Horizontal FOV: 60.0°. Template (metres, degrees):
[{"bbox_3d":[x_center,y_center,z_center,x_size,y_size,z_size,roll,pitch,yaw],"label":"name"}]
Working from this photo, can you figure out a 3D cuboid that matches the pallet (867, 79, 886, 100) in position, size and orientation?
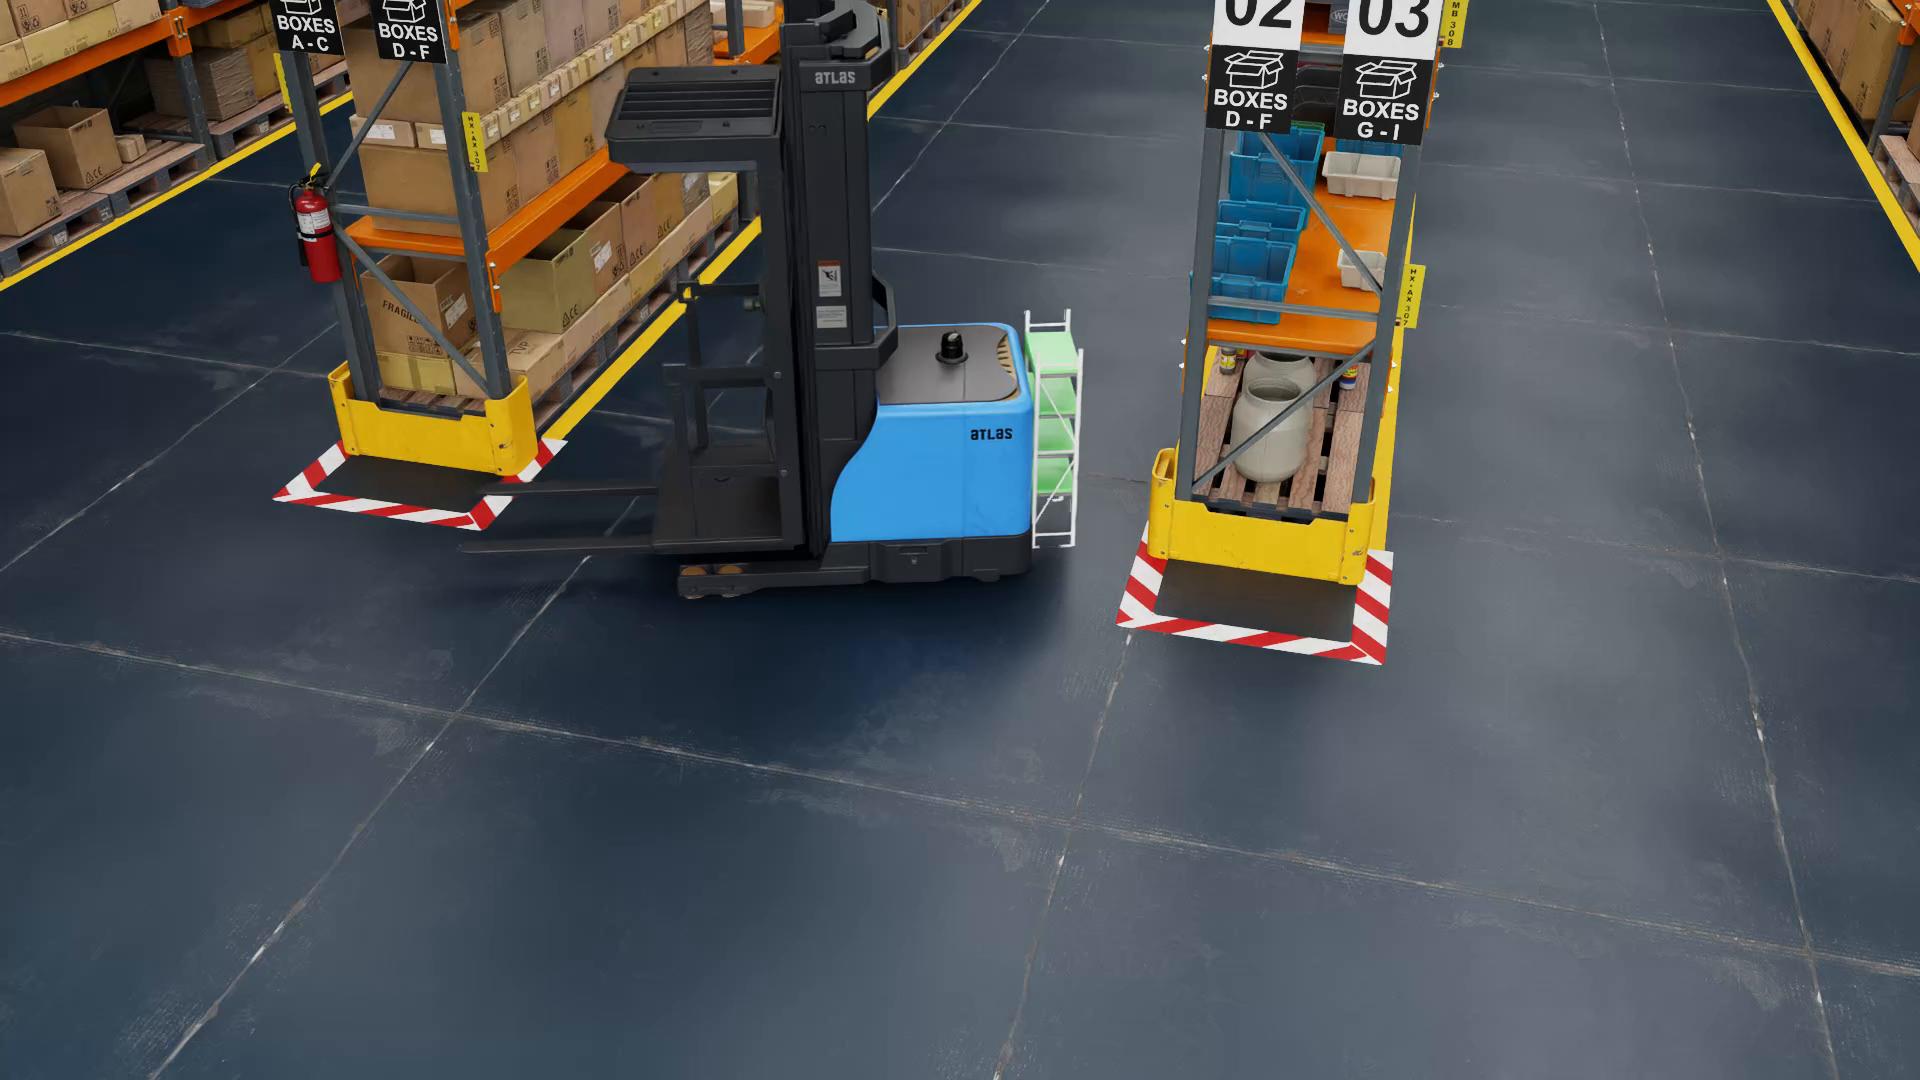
[{"bbox_3d":[-1.358,-4.370,15.927,1.003,0.211,1.213,8,33,12],"label":"pallet"}]

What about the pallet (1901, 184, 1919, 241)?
[{"bbox_3d":[7.958,-2.404,12.835,1.003,0.211,1.213,8,33,12],"label":"pallet"}]

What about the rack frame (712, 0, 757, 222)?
[{"bbox_3d":[-2.127,-3.893,12.577,1.000,3.000,0.127,8,33,12],"label":"rack frame"}]

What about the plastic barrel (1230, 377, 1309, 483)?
[{"bbox_3d":[1.742,-0.620,9.357,0.421,0.512,0.421,0,32,0],"label":"plastic barrel"}]

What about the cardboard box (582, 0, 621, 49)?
[{"bbox_3d":[-2.615,-3.470,10.610,0.700,0.500,0.500,8,33,12],"label":"cardboard box"}]

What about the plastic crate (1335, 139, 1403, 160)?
[{"bbox_3d":[2.645,-2.542,10.592,0.499,0.251,0.616,8,33,12],"label":"plastic crate"}]

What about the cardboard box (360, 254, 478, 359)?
[{"bbox_3d":[-3.294,-1.469,10.237,0.500,0.500,0.500,8,33,12],"label":"cardboard box"}]

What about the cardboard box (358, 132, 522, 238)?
[{"bbox_3d":[-3.011,-2.100,9.664,0.700,0.500,0.500,8,33,12],"label":"cardboard box"}]

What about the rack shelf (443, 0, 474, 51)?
[{"bbox_3d":[-2.634,-3.817,10.333,1.077,0.370,4.000,8,33,12],"label":"rack shelf"}]

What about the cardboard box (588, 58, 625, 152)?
[{"bbox_3d":[-2.621,-2.903,10.928,0.700,0.500,0.500,9,34,14],"label":"cardboard box"}]

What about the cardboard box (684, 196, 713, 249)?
[{"bbox_3d":[-2.169,-2.381,12.371,0.500,0.250,0.500,8,33,12],"label":"cardboard box"}]

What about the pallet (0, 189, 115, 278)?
[{"bbox_3d":[-7.363,-2.400,12.828,1.003,0.211,1.213,8,33,12],"label":"pallet"}]

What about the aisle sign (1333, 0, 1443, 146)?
[{"bbox_3d":[1.914,-2.160,7.429,0.394,0.787,0.004,8,33,12],"label":"aisle sign"}]

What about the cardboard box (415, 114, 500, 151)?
[{"bbox_3d":[-2.834,-2.307,9.385,0.380,0.149,0.250,8,33,12],"label":"cardboard box"}]

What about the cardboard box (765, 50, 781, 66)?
[{"bbox_3d":[-1.392,-4.125,14.591,0.500,0.311,0.500,9,34,14],"label":"cardboard box"}]

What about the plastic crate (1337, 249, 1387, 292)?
[{"bbox_3d":[2.187,-1.450,8.980,0.298,0.136,0.250,8,33,12],"label":"plastic crate"}]

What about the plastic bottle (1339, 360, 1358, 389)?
[{"bbox_3d":[2.410,-1.073,10.275,0.097,0.271,0.097,0,32,0],"label":"plastic bottle"}]

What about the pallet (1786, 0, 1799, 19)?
[{"bbox_3d":[9.753,-5.901,18.335,1.003,0.211,1.213,8,33,12],"label":"pallet"}]

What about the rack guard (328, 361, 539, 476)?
[{"bbox_3d":[-3.148,-0.750,9.963,1.175,0.500,0.348,8,33,12],"label":"rack guard"}]

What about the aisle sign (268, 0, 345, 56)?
[{"bbox_3d":[-3.443,-2.920,8.624,0.394,0.787,0.004,8,33,12],"label":"aisle sign"}]

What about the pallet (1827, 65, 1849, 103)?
[{"bbox_3d":[9.054,-4.471,16.086,1.003,0.211,1.213,8,33,12],"label":"pallet"}]

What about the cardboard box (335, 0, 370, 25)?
[{"bbox_3d":[-6.280,-5.139,16.458,0.700,0.500,0.500,8,33,12],"label":"cardboard box"}]

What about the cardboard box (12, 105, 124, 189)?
[{"bbox_3d":[-7.144,-3.152,13.332,0.500,0.500,0.500,6,33,9],"label":"cardboard box"}]

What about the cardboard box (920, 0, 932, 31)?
[{"bbox_3d":[-0.592,-5.569,17.134,0.500,0.500,0.500,7,33,11],"label":"cardboard box"}]

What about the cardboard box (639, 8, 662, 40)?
[{"bbox_3d":[-2.248,-3.510,11.278,0.380,0.149,0.250,8,33,12],"label":"cardboard box"}]

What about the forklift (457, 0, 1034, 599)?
[{"bbox_3d":[-1.156,-1.222,8.440,3.031,2.935,1.130,-2,33,-3],"label":"forklift"}]

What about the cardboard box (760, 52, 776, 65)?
[{"bbox_3d":[-1.915,-4.185,14.686,0.500,0.311,0.500,8,33,12],"label":"cardboard box"}]

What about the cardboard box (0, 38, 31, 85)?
[{"bbox_3d":[-7.120,-3.441,11.989,0.500,0.250,0.500,8,33,13],"label":"cardboard box"}]

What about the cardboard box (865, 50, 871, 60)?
[{"bbox_3d":[-1.137,-4.411,15.564,0.500,0.250,0.500,8,33,12],"label":"cardboard box"}]

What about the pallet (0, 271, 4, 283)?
[{"bbox_3d":[-7.675,-1.769,11.836,1.003,0.211,1.213,8,33,12],"label":"pallet"}]

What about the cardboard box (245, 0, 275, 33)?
[{"bbox_3d":[-6.512,-4.896,15.376,0.500,0.250,0.500,7,33,11],"label":"cardboard box"}]

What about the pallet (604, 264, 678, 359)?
[{"bbox_3d":[-2.677,-1.674,11.686,1.003,0.211,1.213,8,33,12],"label":"pallet"}]

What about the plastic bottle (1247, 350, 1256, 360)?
[{"bbox_3d":[1.884,-1.305,10.629,0.061,0.283,0.133,8,33,12],"label":"plastic bottle"}]

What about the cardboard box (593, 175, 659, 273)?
[{"bbox_3d":[-2.407,-2.176,11.350,0.500,0.500,0.500,8,33,12],"label":"cardboard box"}]

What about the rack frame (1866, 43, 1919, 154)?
[{"bbox_3d":[8.469,-4.618,13.718,1.000,3.000,0.127,8,33,12],"label":"rack frame"}]

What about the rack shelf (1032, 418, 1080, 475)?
[{"bbox_3d":[0.493,-0.545,9.109,0.258,0.148,0.480,-2,33,-4],"label":"rack shelf"}]

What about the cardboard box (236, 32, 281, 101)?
[{"bbox_3d":[-6.666,-4.355,15.225,0.700,0.500,0.500,7,33,11],"label":"cardboard box"}]

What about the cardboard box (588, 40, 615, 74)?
[{"bbox_3d":[-2.443,-3.105,10.640,0.380,0.149,0.250,8,33,13],"label":"cardboard box"}]

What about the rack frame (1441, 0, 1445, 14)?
[{"bbox_3d":[1.648,-3.672,6.639,1.000,3.000,0.127,8,33,12],"label":"rack frame"}]

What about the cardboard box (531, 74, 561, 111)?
[{"bbox_3d":[-2.639,-2.704,10.010,0.380,0.149,0.250,8,33,12],"label":"cardboard box"}]

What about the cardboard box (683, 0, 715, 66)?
[{"bbox_3d":[-2.233,-3.704,12.187,0.700,0.500,0.500,7,33,11],"label":"cardboard box"}]

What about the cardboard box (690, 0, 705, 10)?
[{"bbox_3d":[-2.053,-3.910,11.907,0.380,0.149,0.250,7,33,11],"label":"cardboard box"}]

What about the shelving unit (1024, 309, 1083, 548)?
[{"bbox_3d":[0.493,-0.599,9.074,0.258,1.200,0.503,-2,33,-4],"label":"shelving unit"}]

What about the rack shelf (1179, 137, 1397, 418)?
[{"bbox_3d":[2.156,-1.875,10.074,1.077,0.370,4.000,8,33,12],"label":"rack shelf"}]

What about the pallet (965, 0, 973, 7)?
[{"bbox_3d":[-0.266,-6.440,19.183,1.003,0.211,1.213,8,33,12],"label":"pallet"}]

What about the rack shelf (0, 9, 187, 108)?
[{"bbox_3d":[-7.427,-3.224,12.195,1.077,0.370,4.000,8,33,12],"label":"rack shelf"}]

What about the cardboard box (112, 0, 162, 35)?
[{"bbox_3d":[-6.746,-4.223,13.218,0.500,0.250,0.500,8,33,12],"label":"cardboard box"}]

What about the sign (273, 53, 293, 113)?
[{"bbox_3d":[-3.663,-2.487,9.065,0.100,0.325,0.005,8,33,12],"label":"sign"}]

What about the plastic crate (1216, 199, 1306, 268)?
[{"bbox_3d":[1.656,-1.714,9.290,0.499,0.251,0.408,8,33,12],"label":"plastic crate"}]

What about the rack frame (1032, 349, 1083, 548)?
[{"bbox_3d":[0.512,-0.469,8.869,0.240,1.200,0.015,-2,33,-4],"label":"rack frame"}]

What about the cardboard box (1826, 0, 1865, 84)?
[{"bbox_3d":[8.898,-4.715,15.460,1.225,0.875,0.875,8,33,13],"label":"cardboard box"}]

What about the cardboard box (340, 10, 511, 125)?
[{"bbox_3d":[-2.998,-2.675,9.359,0.700,0.500,0.500,8,33,13],"label":"cardboard box"}]

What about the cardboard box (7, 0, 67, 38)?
[{"bbox_3d":[-6.999,-4.020,12.199,0.500,0.500,0.500,7,33,11],"label":"cardboard box"}]

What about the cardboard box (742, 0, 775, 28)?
[{"bbox_3d":[-1.704,-4.219,13.324,0.380,0.149,0.250,8,33,12],"label":"cardboard box"}]

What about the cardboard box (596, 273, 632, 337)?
[{"bbox_3d":[-2.540,-1.601,11.144,0.500,0.250,0.500,8,33,12],"label":"cardboard box"}]
